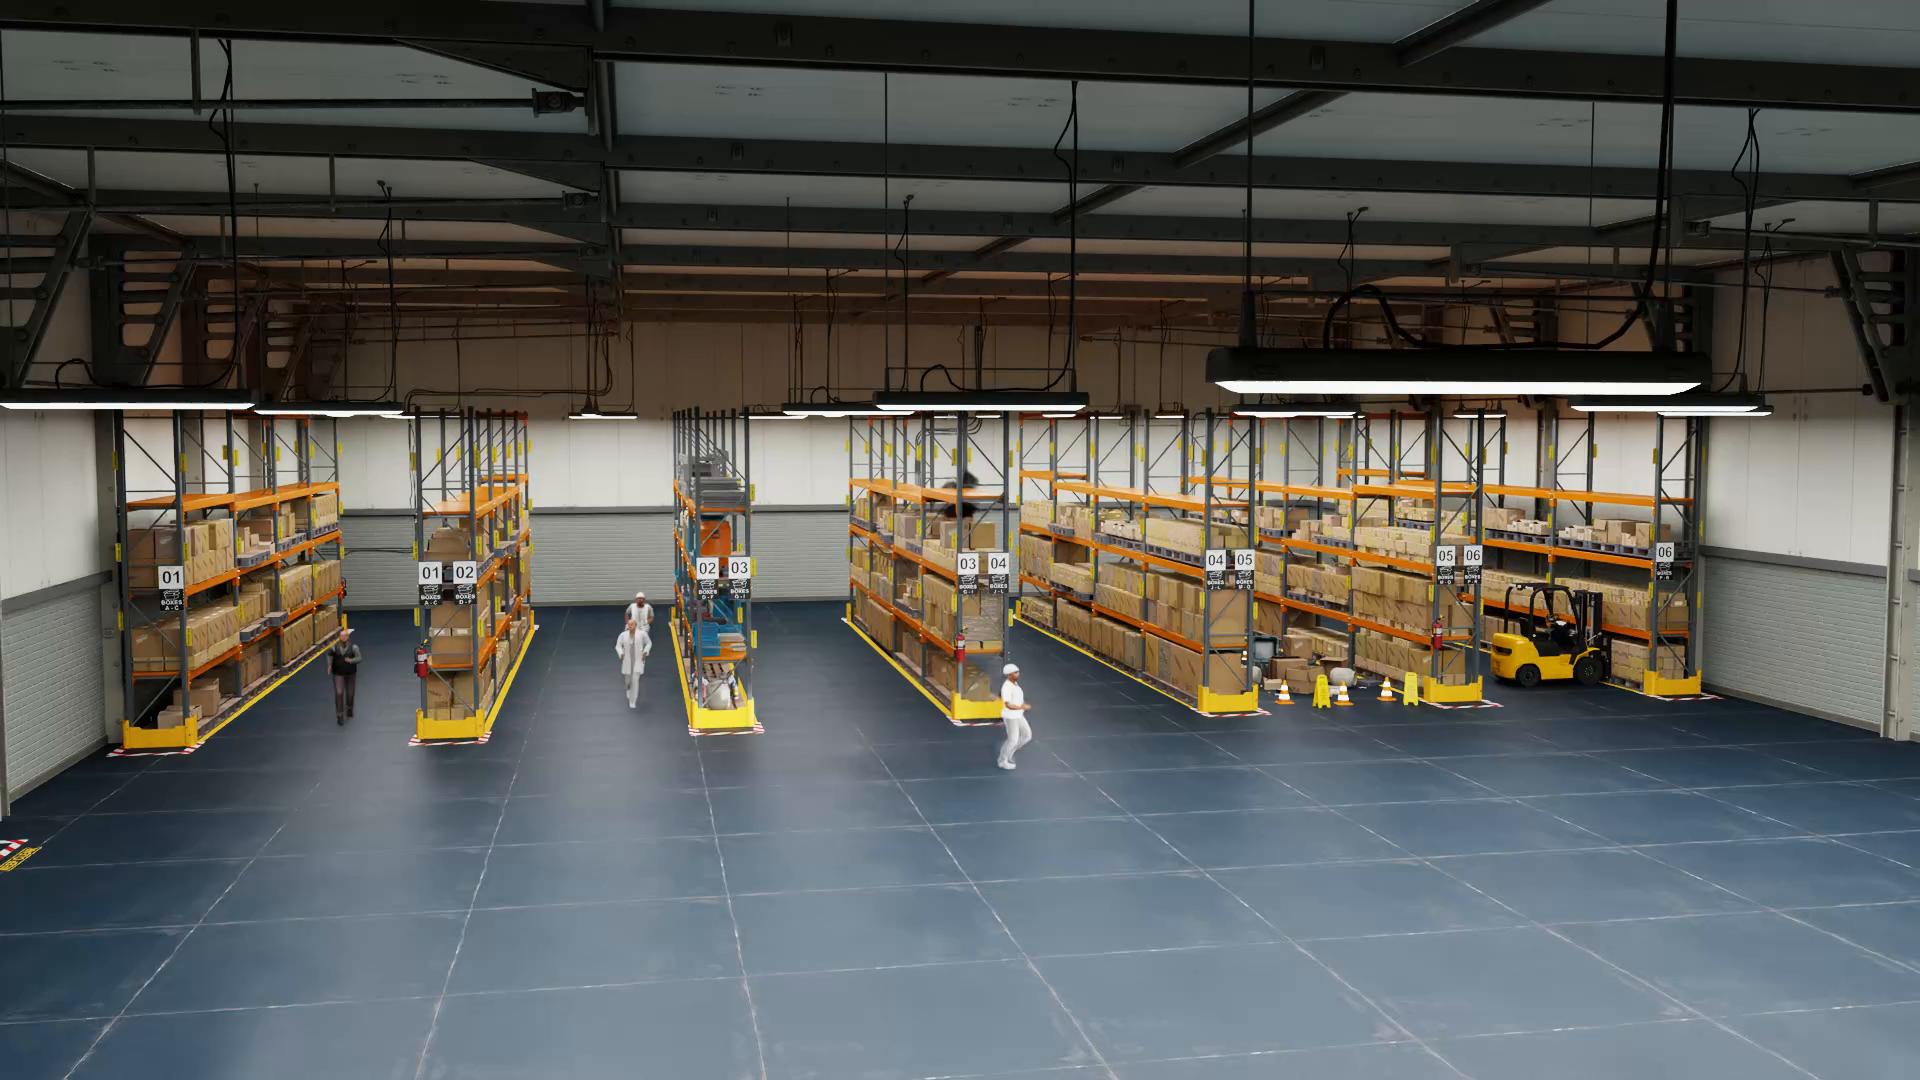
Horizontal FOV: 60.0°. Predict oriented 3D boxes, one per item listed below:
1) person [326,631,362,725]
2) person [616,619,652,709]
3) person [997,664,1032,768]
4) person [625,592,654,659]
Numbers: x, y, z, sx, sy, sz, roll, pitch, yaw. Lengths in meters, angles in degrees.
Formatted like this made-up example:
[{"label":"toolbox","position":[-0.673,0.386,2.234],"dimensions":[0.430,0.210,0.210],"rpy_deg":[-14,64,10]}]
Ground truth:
[{"label":"person","position":[-11.707,2.586,31.633],"dimensions":[0.645,1.734,0.904],"rpy_deg":[-2,4,-21]},{"label":"person","position":[-6.583,2.469,33.595],"dimensions":[0.718,1.770,0.869],"rpy_deg":[0,4,-2]},{"label":"person","position":[0.910,2.899,27.389],"dimensions":[0.623,1.725,0.685],"rpy_deg":[1,4,18]},{"label":"person","position":[-7.435,2.089,38.601],"dimensions":[0.666,1.746,0.759],"rpy_deg":[-1,4,-12]}]
